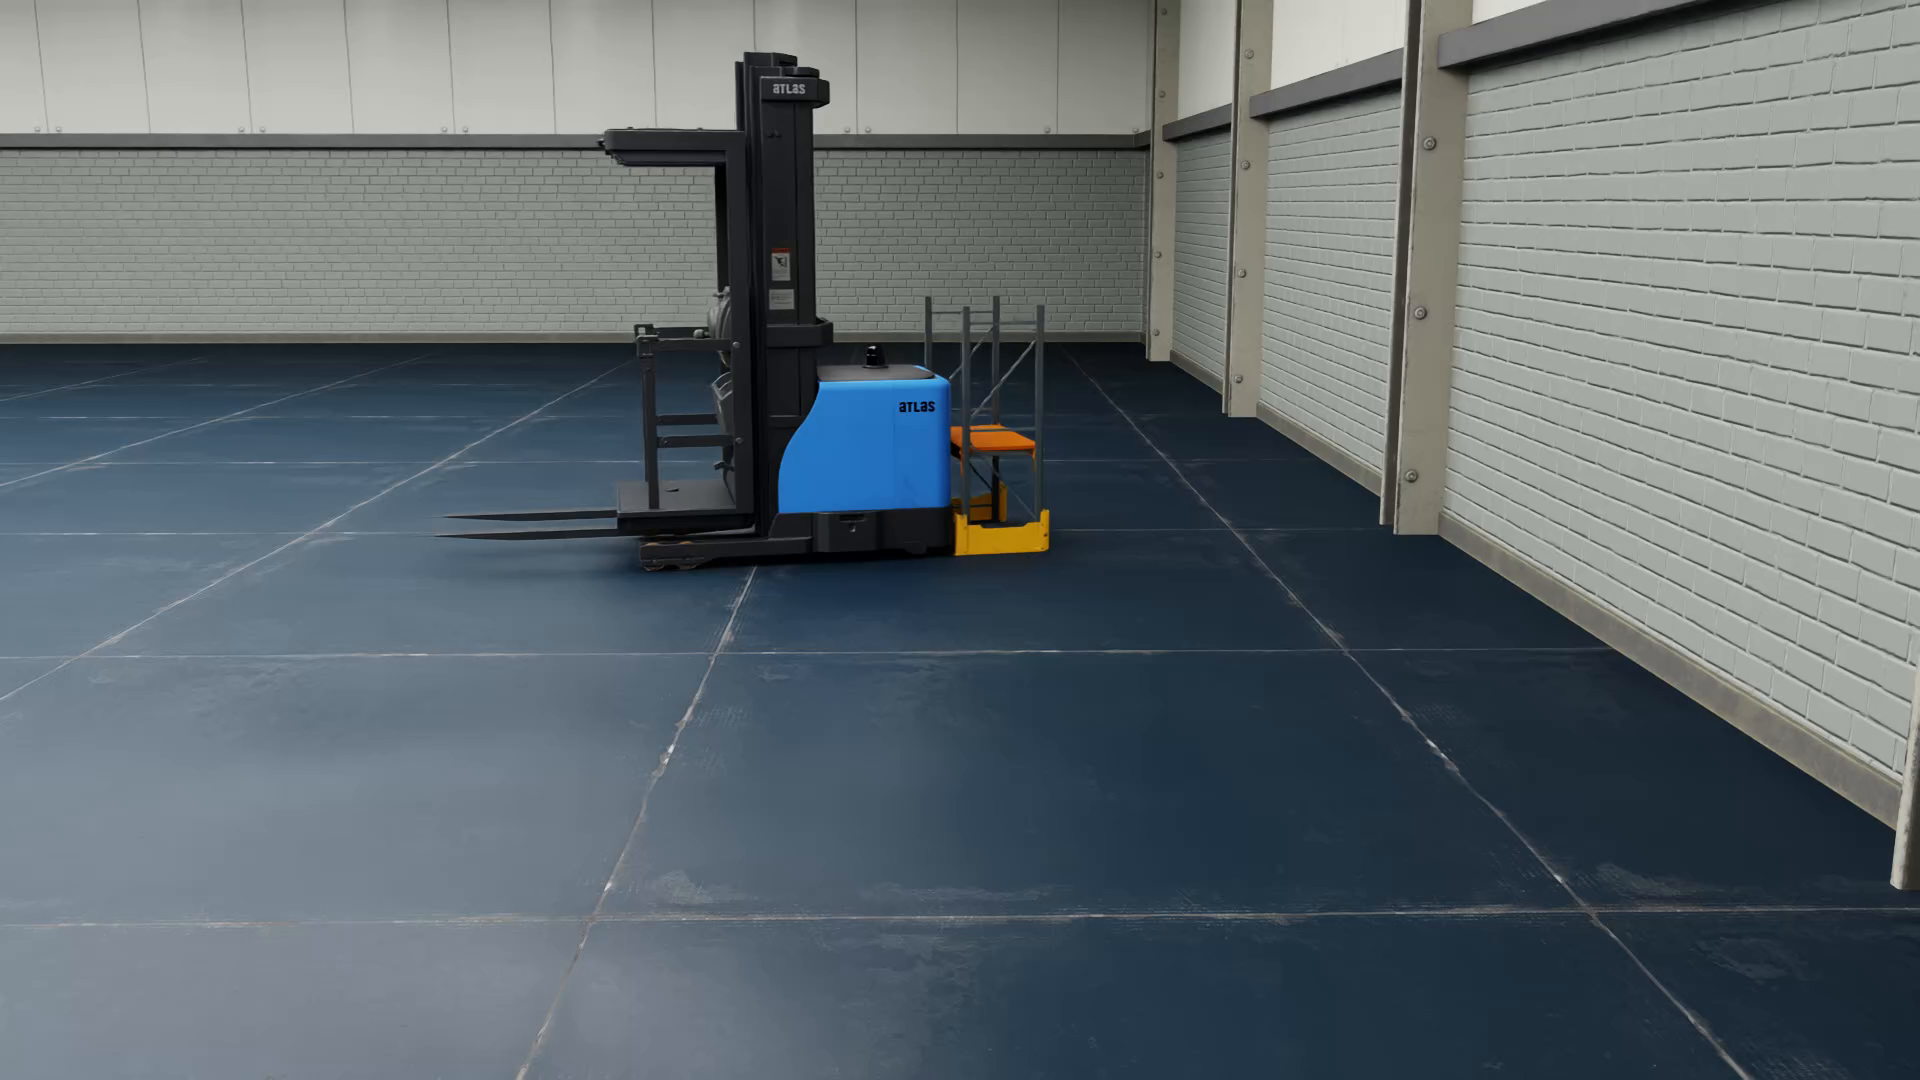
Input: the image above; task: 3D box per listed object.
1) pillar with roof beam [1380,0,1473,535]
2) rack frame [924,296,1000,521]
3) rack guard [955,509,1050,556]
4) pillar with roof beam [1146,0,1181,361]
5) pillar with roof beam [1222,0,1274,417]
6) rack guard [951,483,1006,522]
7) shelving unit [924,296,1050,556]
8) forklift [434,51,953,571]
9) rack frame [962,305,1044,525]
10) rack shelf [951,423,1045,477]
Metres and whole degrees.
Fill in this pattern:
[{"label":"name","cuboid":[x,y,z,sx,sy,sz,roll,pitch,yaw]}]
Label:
[{"label":"pillar with roof beam","cuboid":[-1.342,-4.467,9.947,9.100,9.000,0.400,0,11,-1]},{"label":"rack frame","cuboid":[0.014,-0.857,11.010,0.500,1.500,0.032,-3,12,-14]},{"label":"rack guard","cuboid":[0.258,-0.048,10.168,0.587,0.250,0.087,-3,12,-14]},{"label":"pillar with roof beam","cuboid":[-1.590,-6.853,21.705,9.100,9.000,0.400,0,11,-1]},{"label":"pillar with roof beam","cuboid":[-1.466,-5.660,15.826,9.100,9.000,0.400,0,11,-1]},{"label":"rack guard","cuboid":[0.019,-0.240,11.116,0.587,0.250,0.087,-3,12,-14]},{"label":"shelving unit","cuboid":[0.138,-0.757,10.518,0.587,1.500,1.083,-3,12,-14]},{"label":"forklift","cuboid":[-1.613,-1.370,9.939,3.031,2.935,1.130,-2,12,-12]},{"label":"rack frame","cuboid":[0.258,-0.661,10.043,0.500,1.500,0.032,-3,12,-14]},{"label":"rack shelf","cuboid":[0.136,-0.582,10.562,0.538,0.185,1.000,-3,12,-14]}]
